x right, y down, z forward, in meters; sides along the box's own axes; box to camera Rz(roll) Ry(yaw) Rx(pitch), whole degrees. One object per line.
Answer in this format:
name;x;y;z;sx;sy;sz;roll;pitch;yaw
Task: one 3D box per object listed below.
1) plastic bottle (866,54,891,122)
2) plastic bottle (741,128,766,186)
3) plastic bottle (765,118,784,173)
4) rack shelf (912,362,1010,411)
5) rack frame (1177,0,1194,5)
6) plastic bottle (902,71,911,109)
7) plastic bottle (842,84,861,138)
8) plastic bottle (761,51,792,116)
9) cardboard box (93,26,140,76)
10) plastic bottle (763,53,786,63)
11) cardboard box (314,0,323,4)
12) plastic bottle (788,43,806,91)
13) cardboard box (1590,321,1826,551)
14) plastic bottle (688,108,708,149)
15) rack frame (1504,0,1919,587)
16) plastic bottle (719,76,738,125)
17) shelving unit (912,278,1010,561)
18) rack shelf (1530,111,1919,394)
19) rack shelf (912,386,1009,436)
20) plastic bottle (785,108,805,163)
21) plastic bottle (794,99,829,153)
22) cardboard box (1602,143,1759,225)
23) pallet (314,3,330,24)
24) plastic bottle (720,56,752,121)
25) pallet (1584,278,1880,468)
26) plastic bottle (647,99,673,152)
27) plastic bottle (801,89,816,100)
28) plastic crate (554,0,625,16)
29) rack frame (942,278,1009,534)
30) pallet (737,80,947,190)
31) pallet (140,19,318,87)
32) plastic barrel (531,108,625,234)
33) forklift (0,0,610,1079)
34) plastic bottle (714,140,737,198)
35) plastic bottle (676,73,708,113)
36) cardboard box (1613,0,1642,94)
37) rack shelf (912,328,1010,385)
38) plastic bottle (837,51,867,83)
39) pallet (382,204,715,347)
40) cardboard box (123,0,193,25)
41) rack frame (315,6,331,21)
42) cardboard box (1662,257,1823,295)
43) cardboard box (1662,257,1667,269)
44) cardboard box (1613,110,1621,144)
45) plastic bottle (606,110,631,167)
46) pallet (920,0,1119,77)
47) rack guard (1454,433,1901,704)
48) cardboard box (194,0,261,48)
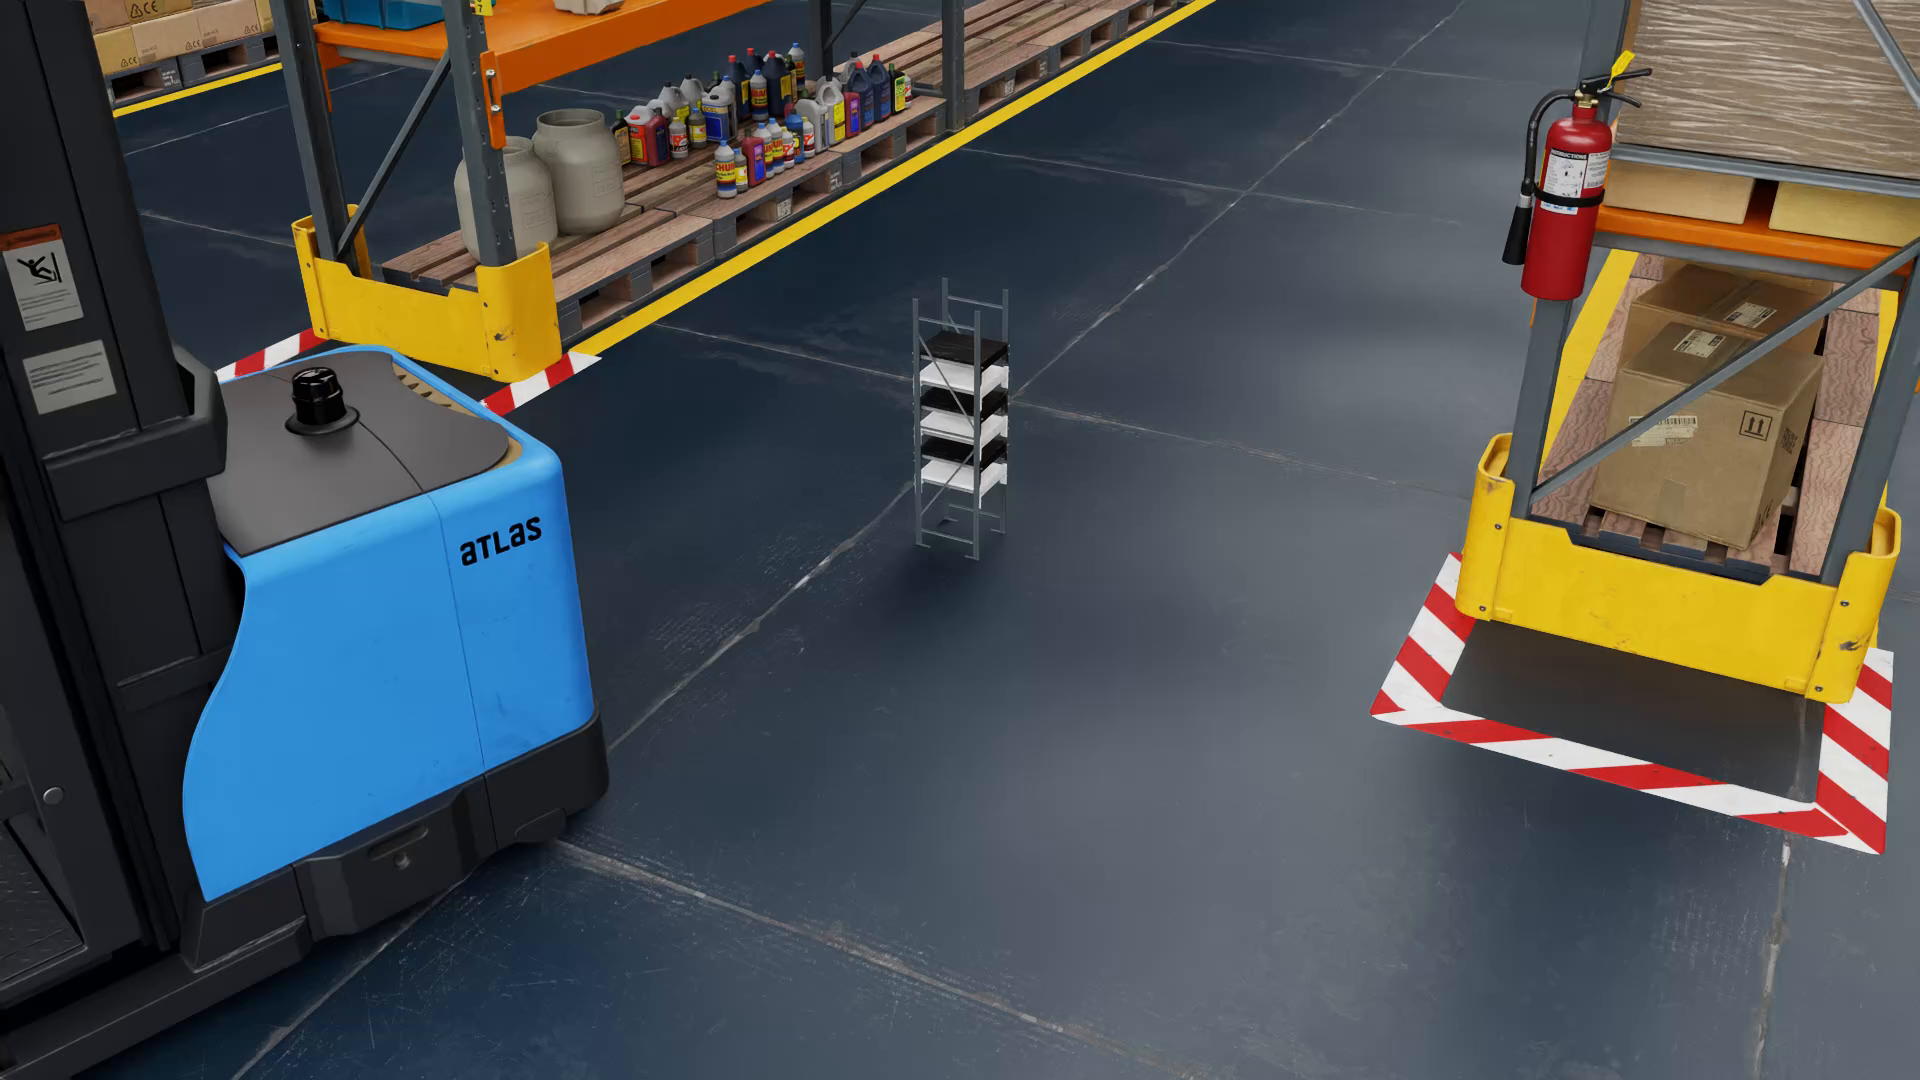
plastic bottle;-0.482;-2.569;9.429;0.144;0.351;0.185;13;32;22
plastic bottle;-1.045;-1.946;8.413;0.061;0.283;0.133;15;33;24
plastic bottle;-0.963;-2.041;8.590;0.097;0.271;0.097;0;30;0
rack shelf;0.004;-0.521;5.459;0.258;0.077;0.200;14;33;23
rack frame;1.377;-5.651;12.578;1.000;3.000;0.127;14;33;23
plastic bottle;-0.333;-2.623;9.674;0.097;0.201;0.097;0;30;0
plastic bottle;-0.607;-2.373;9.156;0.061;0.283;0.133;17;34;27
plastic bottle;-1.054;-2.623;9.524;0.144;0.351;0.185;14;33;23
cardboard box;-5.548;-3.071;10.425;0.500;0.250;0.500;14;33;23
plastic bottle;-1.104;-2.696;9.726;0.152;0.276;0.135;16;33;25
cardboard box;-4.449;-4.115;12.243;0.500;0.250;0.500;13;33;22
plastic bottle;-0.981;-2.843;9.987;0.097;0.271;0.097;0;30;0
cardboard box;2.441;-0.352;5.439;0.500;0.500;0.500;21;36;32
plastic bottle;-1.420;-2.229;8.987;0.097;0.201;0.097;0;30;0
rack frame;2.142;-0.981;4.446;1.000;3.000;0.127;14;33;23
plastic bottle;-1.302;-2.464;9.327;0.097;0.271;0.097;0;30;0
shelving unit;0.004;-0.394;5.532;0.258;0.900;0.210;14;33;23
rack shelf;3.053;-1.555;6.169;1.077;0.370;4.000;14;33;23
rack shelf;0.004;-0.443;5.504;0.258;0.077;0.200;14;33;23
plastic bottle;-0.870;-2.131;8.747;0.097;0.271;0.097;0;30;0
plastic bottle;-0.794;-2.237;8.926;0.152;0.276;0.135;15;33;24
cardboard box;2.088;-1.045;4.810;0.380;0.149;0.250;14;33;23
pallet;-4.552;-4.129;12.728;1.003;0.211;1.213;14;33;23
plastic bottle;-1.269;-2.572;9.435;0.144;0.351;0.185;13;32;21
pallet;3.135;-0.696;6.750;1.003;0.211;1.213;14;33;23
plastic bottle;-1.619;-2.195;8.853;0.152;0.276;0.135;13;32;22
plastic bottle;-0.820;-2.323;9.069;0.061;0.283;0.133;14;33;23
plastic crate;-1.574;-2.314;7.032;0.298;0.136;0.250;14;33;23
rack frame;0.050;-0.439;5.611;0.240;0.900;0.006;14;33;23
pallet;-0.789;-2.380;9.682;1.003;0.211;1.213;14;33;23
pallet;-5.253;-3.451;11.547;1.003;0.211;1.213;14;33;23
plastic barrel;-1.808;-1.739;7.842;0.421;0.512;0.421;0;30;0
forklift;-2.363;-0.223;3.195;3.031;2.935;1.130;-25;38;-36
plastic bottle;-1.164;-1.845;8.249;0.097;0.271;0.097;0;30;0
plastic bottle;-1.462;-2.384;9.107;0.144;0.351;0.185;14;33;23
cardboard box;2.537;-1.639;5.194;0.875;0.500;0.500;14;33;23
rack shelf;0.004;-0.599;5.414;0.258;0.077;0.200;14;33;23
plastic bottle;-0.611;-2.601;9.486;0.144;0.351;0.185;14;33;23
pallet;-1.900;-1.298;7.799;1.003;0.211;1.213;14;33;23
cardboard box;-5.333;-3.621;10.630;0.500;0.500;0.500;14;33;23
rack frame;-4.853;-5.003;11.450;1.000;3.000;0.127;14;33;23
cardboard box;2.985;-0.898;6.390;0.500;0.500;0.500;18;34;28
cardboard box;3.492;-1.428;7.313;0.500;0.500;0.500;-26;39;-37
cardboard box;2.270;-1.278;5.216;0.380;0.149;0.250;14;33;23
plastic bottle;-1.784;-2.087;8.657;0.061;0.283;0.133;15;33;24
pallet;0.432;-3.568;11.751;1.003;0.211;1.213;14;33;23
rack guard;2.176;0.070;5.127;1.175;0.500;0.348;14;33;23
cardboard box;-5.107;-3.518;11.203;0.500;0.250;0.500;14;33;23
